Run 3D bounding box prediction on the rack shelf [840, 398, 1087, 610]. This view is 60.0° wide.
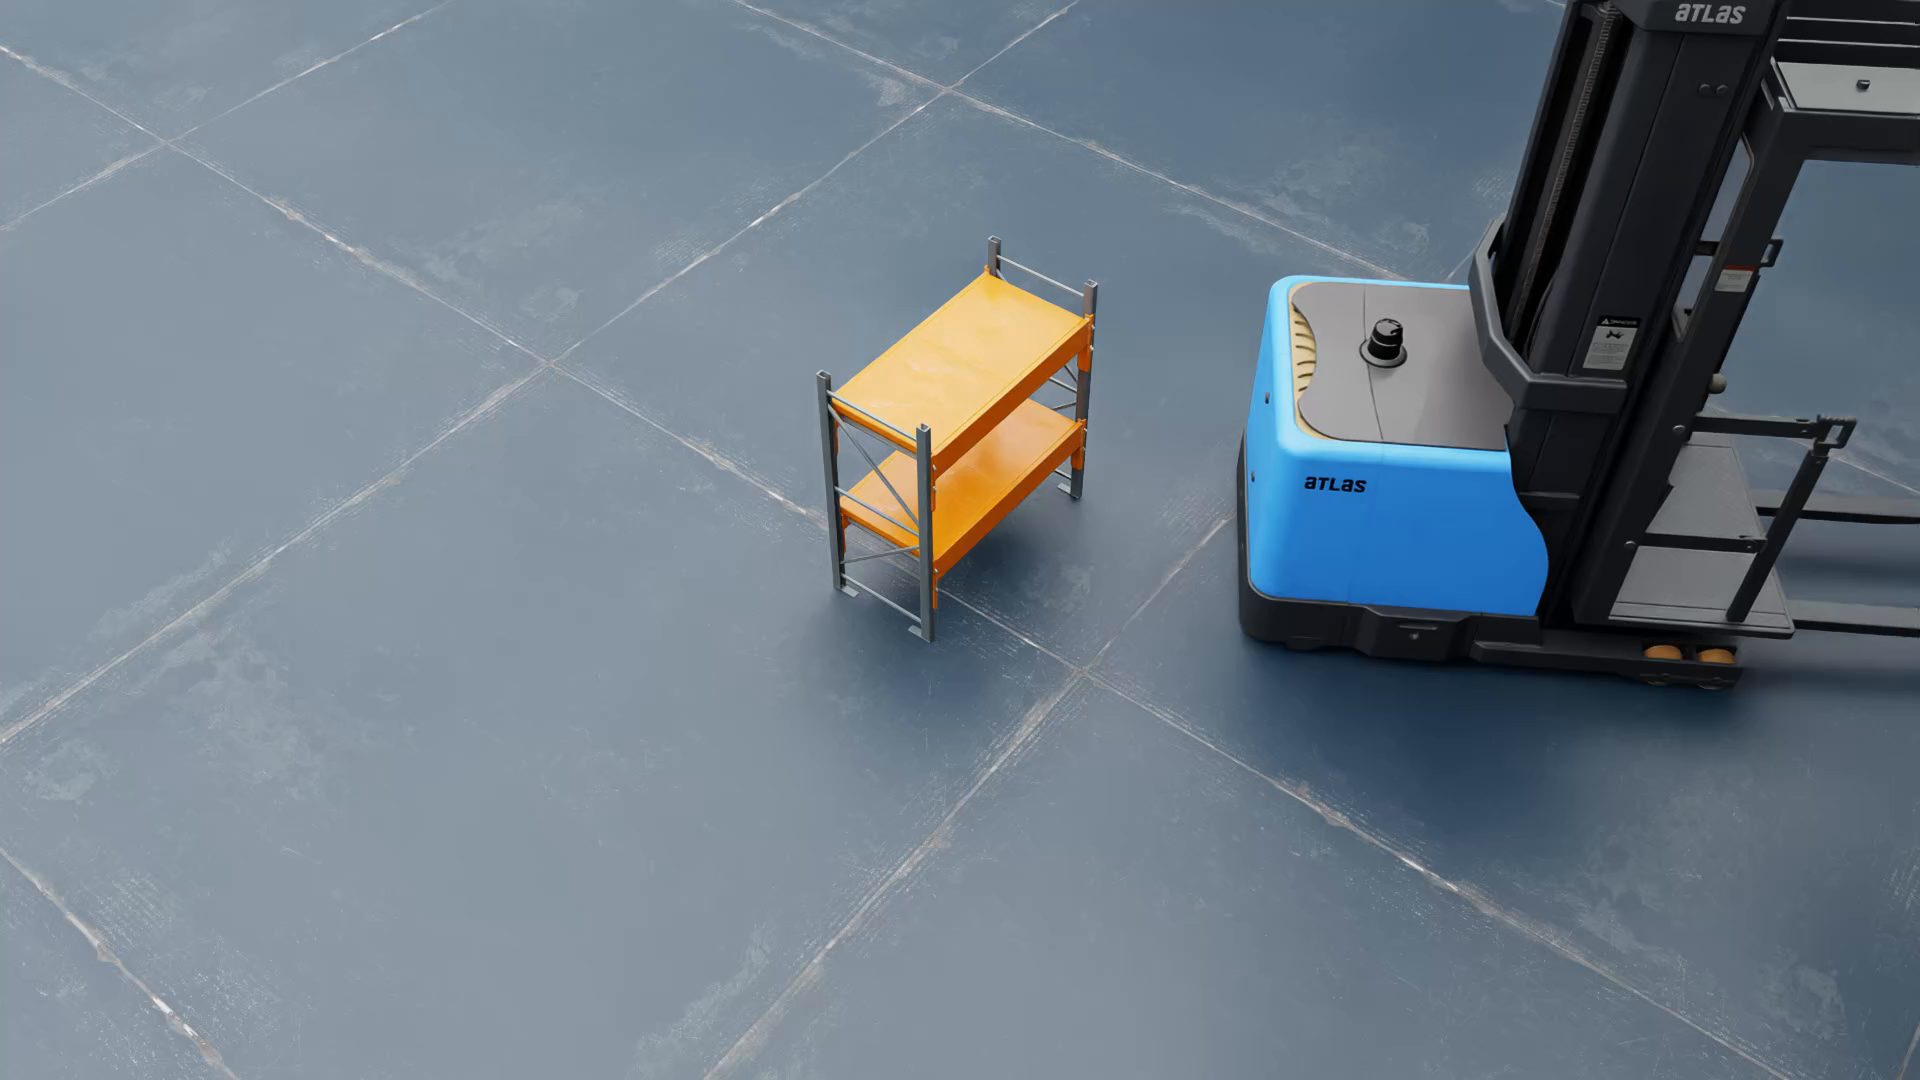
[{"bbox_3d":[0.004,-0.224,6.688,0.538,0.278,1.000,29,53,25],"label":"rack shelf"}]

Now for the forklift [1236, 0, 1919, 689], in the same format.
[{"bbox_3d":[2.646,-0.847,5.697,3.031,2.935,1.130,4,46,4],"label":"forklift"}]

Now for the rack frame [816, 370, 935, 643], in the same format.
[{"bbox_3d":[-0.307,-0.102,6.234,0.500,1.125,0.032,29,53,25],"label":"rack frame"}]

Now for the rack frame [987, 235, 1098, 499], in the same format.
[{"bbox_3d":[0.315,-0.683,6.790,0.500,1.125,0.032,29,53,25],"label":"rack frame"}]

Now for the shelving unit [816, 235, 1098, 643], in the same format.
[{"bbox_3d":[0.004,-0.392,6.512,0.538,1.125,1.048,29,53,25],"label":"shelving unit"}]

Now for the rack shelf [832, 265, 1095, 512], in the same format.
[{"bbox_3d":[0.004,-0.595,6.300,0.538,0.278,1.000,29,53,25],"label":"rack shelf"}]
